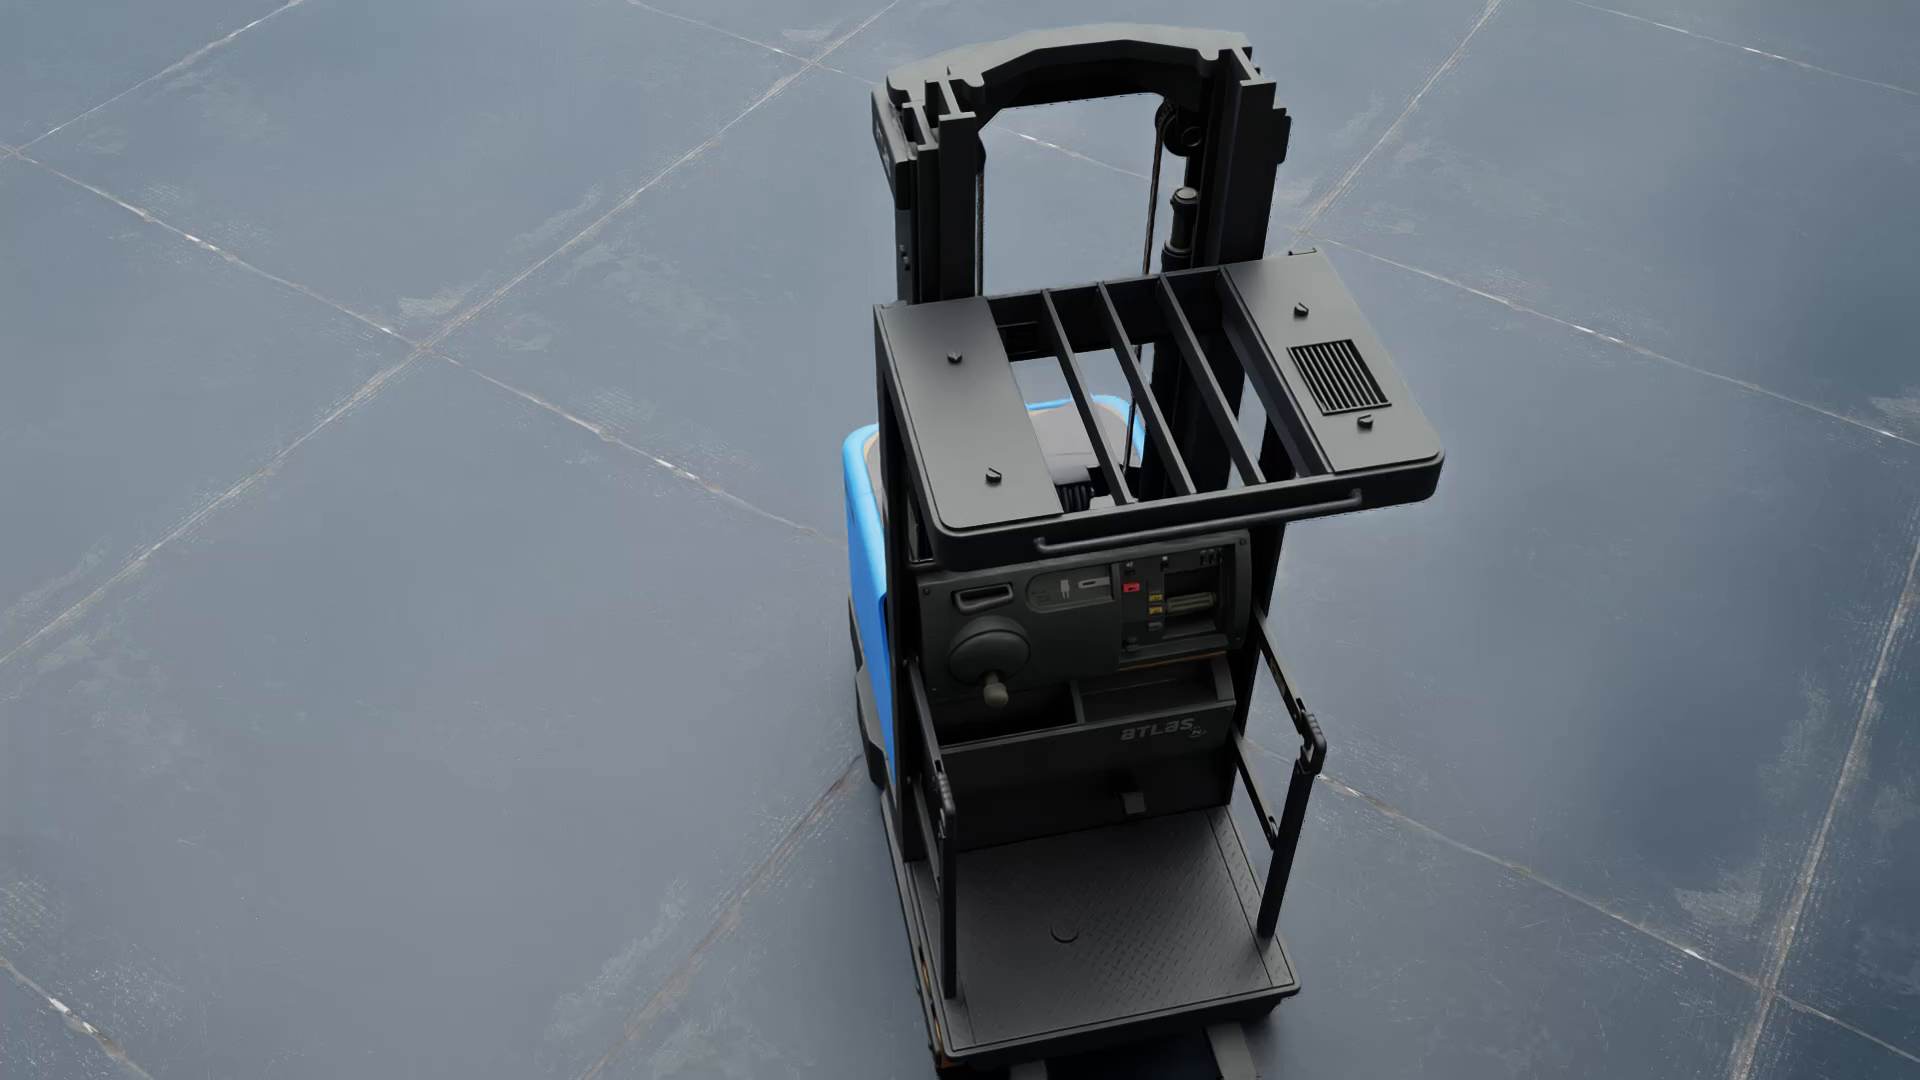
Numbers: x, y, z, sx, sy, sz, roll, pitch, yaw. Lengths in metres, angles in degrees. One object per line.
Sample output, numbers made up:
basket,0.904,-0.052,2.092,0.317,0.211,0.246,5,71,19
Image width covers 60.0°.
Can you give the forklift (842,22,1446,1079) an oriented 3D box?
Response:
forklift,0.394,0.310,4.406,1.130,2.935,3.031,-9,46,-8
